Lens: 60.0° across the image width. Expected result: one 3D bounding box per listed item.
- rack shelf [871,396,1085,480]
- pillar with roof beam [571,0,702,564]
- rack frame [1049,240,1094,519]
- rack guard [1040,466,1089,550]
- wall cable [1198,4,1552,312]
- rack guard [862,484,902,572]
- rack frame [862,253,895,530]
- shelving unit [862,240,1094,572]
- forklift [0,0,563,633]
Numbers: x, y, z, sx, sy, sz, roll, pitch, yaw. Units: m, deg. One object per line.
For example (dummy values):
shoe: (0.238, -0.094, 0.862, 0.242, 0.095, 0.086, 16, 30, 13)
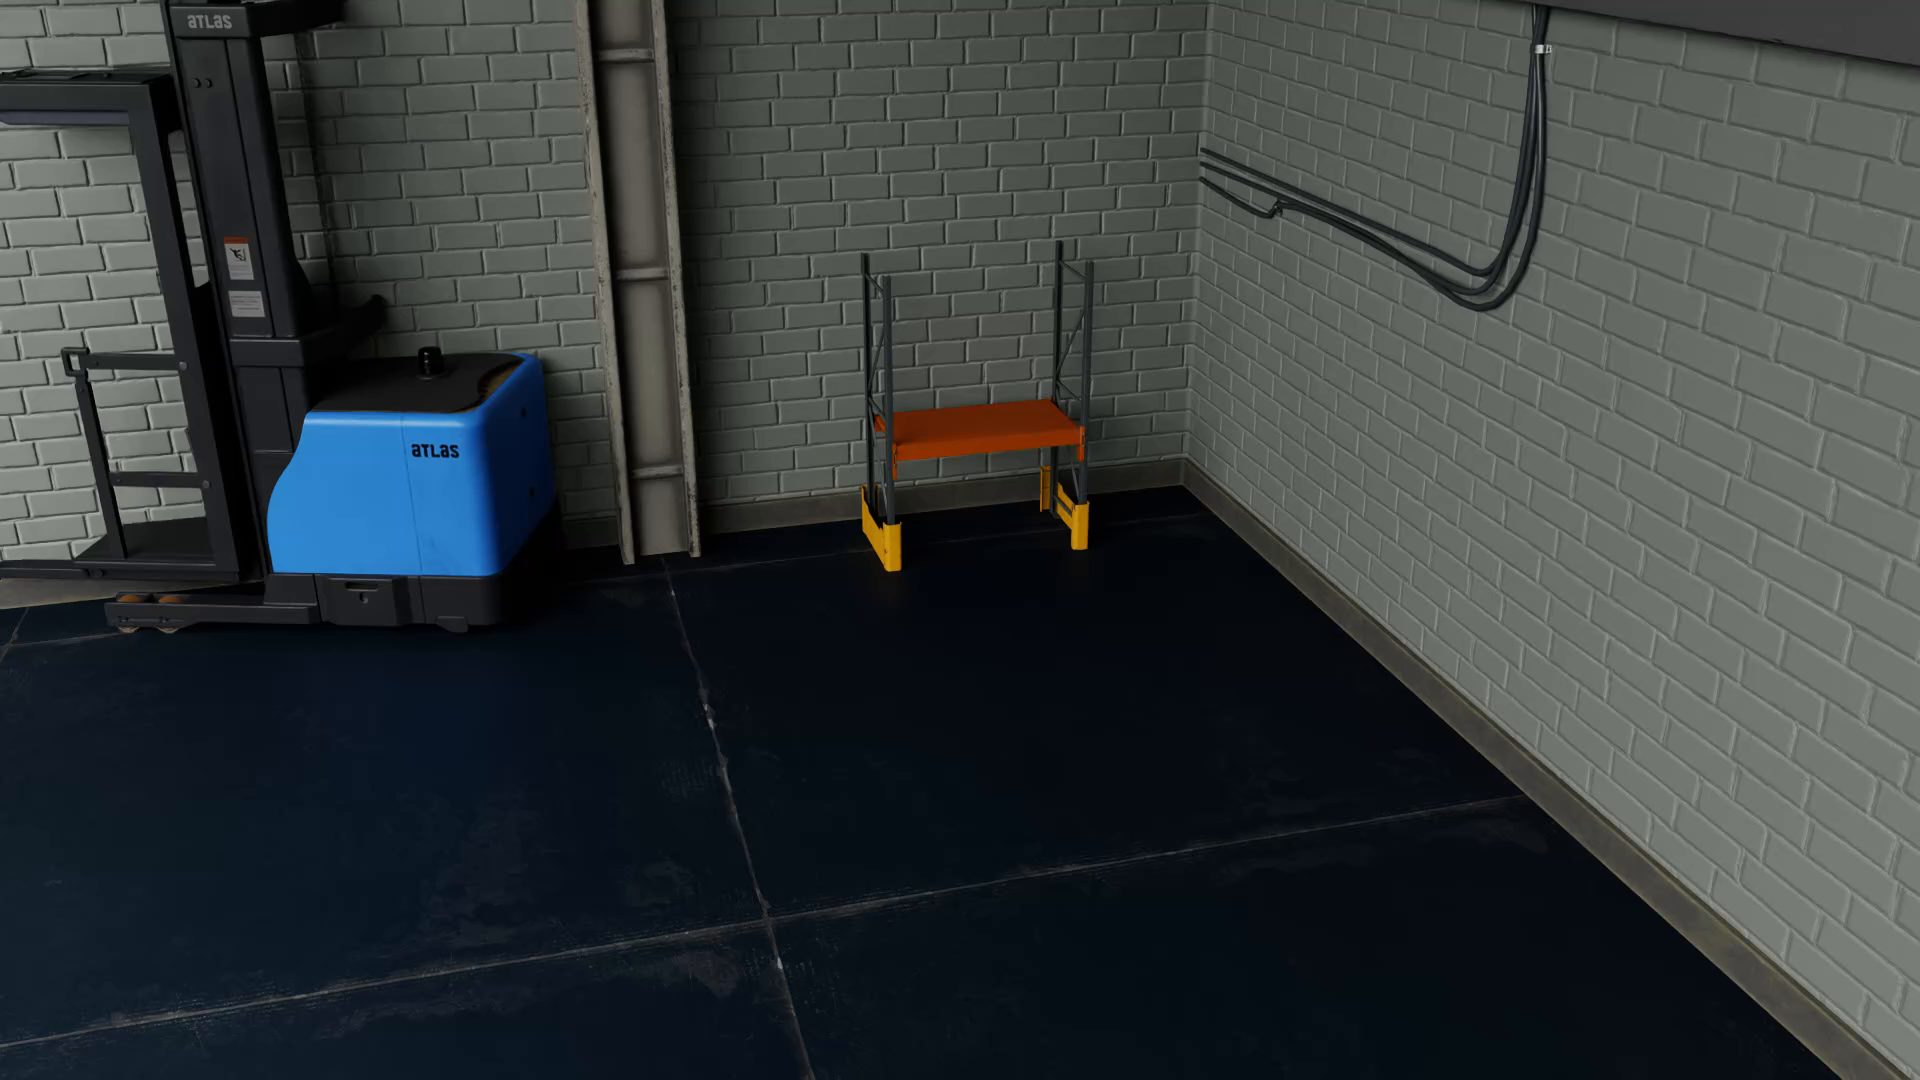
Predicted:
rack shelf: (0.082, -0.533, 8.546, 1.000, 0.185, 0.538, -6, 24, -14)
pillar with roof beam: (-0.397, -2.455, 3.060, 0.400, 9.000, 9.100, -6, 24, -14)
rack frame: (0.572, -0.752, 8.602, 0.032, 1.500, 0.500, -6, 24, -14)
rack guard: (0.553, -0.176, 8.843, 0.087, 0.250, 0.587, -6, 24, -14)
wall cable: (1.634, -2.475, 7.043, 0.112, 2.526, 3.097, -6, 24, -14)
rack guard: (-0.406, -0.070, 8.596, 0.087, 0.250, 0.587, -6, 24, -14)
rack frame: (-0.407, -0.644, 8.349, 0.032, 1.500, 0.500, -6, 24, -14)
shelving unit: (0.073, -0.697, 8.473, 1.083, 1.500, 0.587, -6, 24, -14)
forklift: (-3.569, -1.123, 7.651, 3.031, 2.935, 1.130, 1, 23, 3)
